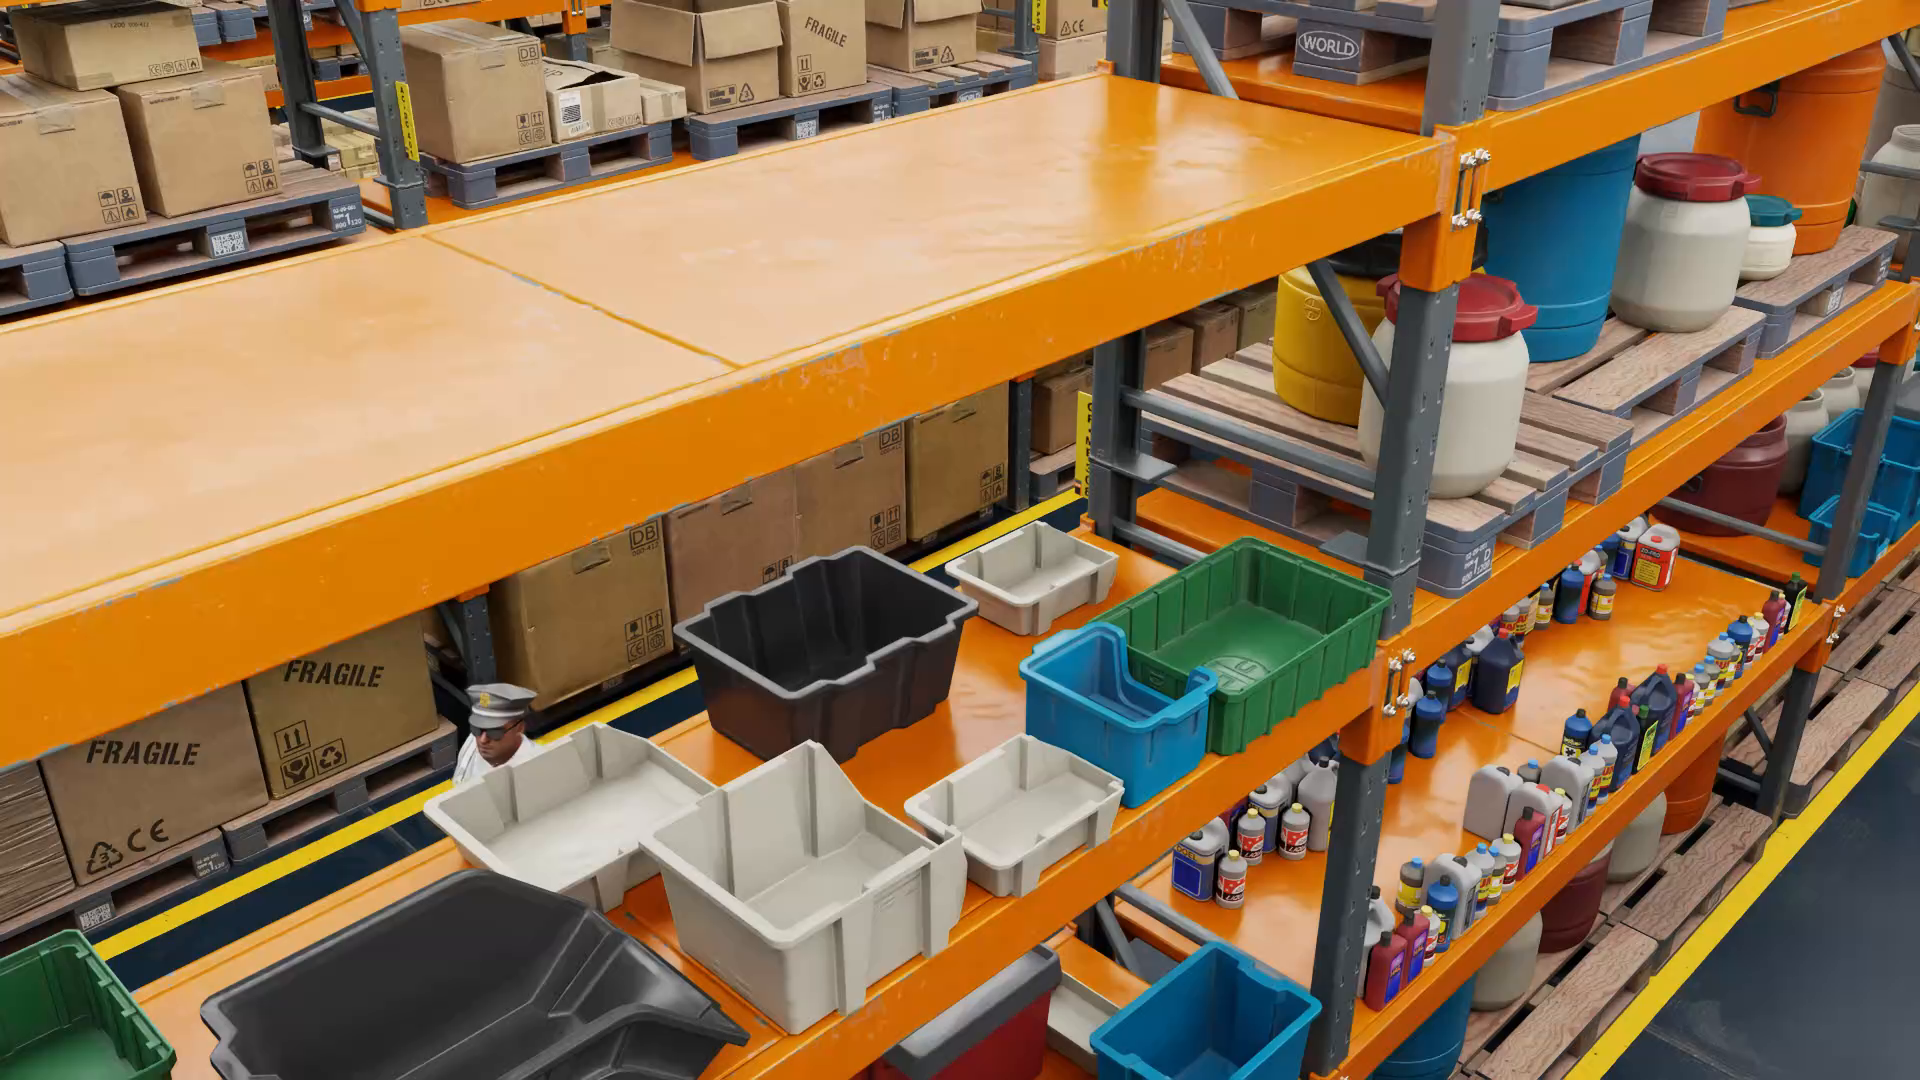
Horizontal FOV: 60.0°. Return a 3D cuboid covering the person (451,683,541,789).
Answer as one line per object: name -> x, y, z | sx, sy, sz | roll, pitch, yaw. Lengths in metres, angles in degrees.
person -> -1.684, 1.311, 6.319 | 0.555, 1.782, 0.484 | 15, 31, 26
